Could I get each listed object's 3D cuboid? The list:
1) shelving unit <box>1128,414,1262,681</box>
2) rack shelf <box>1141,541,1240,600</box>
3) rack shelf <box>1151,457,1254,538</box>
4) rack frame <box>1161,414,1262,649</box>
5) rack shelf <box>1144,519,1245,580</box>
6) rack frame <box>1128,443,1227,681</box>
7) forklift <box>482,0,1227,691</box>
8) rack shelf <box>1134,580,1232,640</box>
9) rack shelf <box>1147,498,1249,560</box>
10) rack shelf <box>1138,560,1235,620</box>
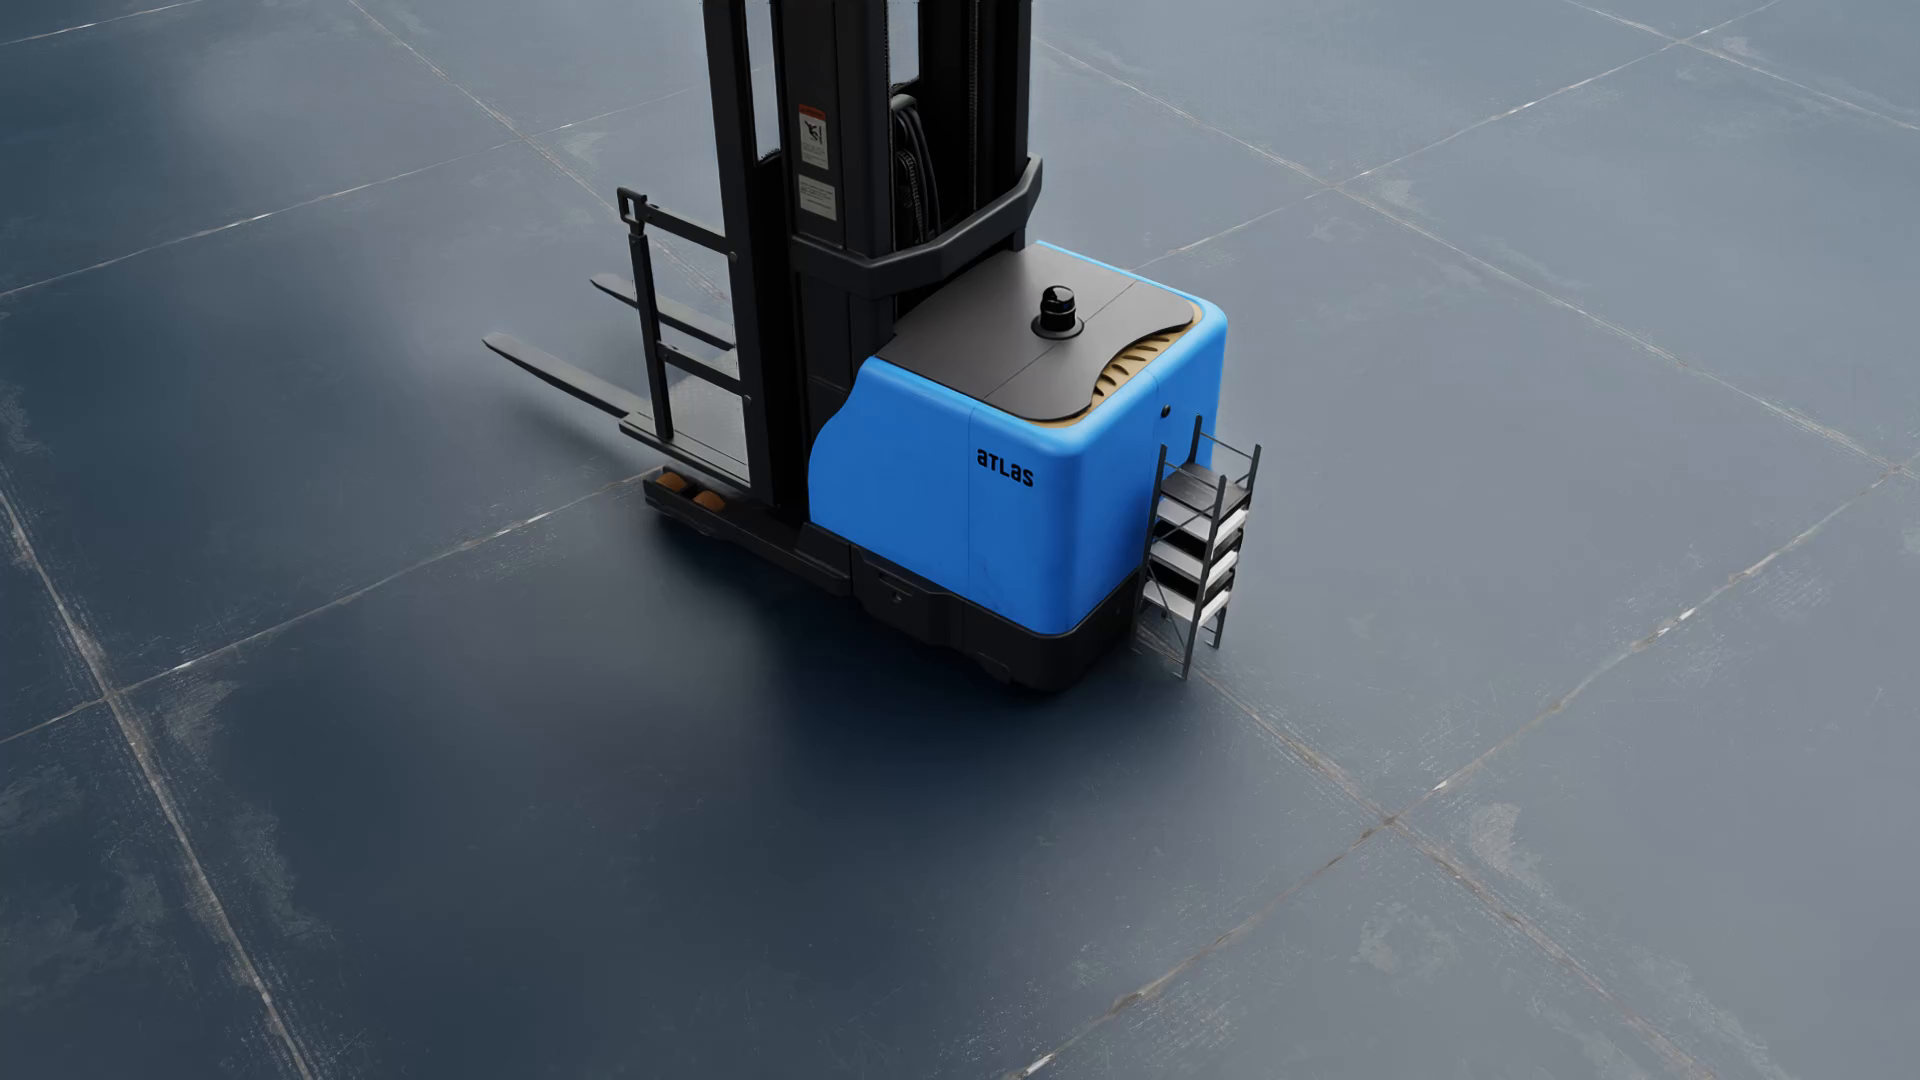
[{"bbox_3d":[0.763,0.039,5.480,0.258,0.900,0.210,30,48,27],"label":"shelving unit"},{"bbox_3d":[0.761,0.064,5.502,0.258,0.077,0.200,30,48,27],"label":"rack shelf"},{"bbox_3d":[0.774,-0.137,5.323,0.258,0.077,0.200,30,48,27],"label":"rack shelf"},{"bbox_3d":[0.827,-0.011,5.541,0.240,0.900,0.006,30,48,27],"label":"rack frame"},{"bbox_3d":[0.766,-0.003,5.442,0.258,0.077,0.200,30,48,27],"label":"rack shelf"},{"bbox_3d":[0.699,0.090,5.419,0.240,0.900,0.006,30,48,27],"label":"rack frame"},{"bbox_3d":[-0.581,-1.391,5.634,3.031,2.935,1.130,25,46,28],"label":"forklift"},{"bbox_3d":[0.753,0.199,5.622,0.258,0.077,0.200,30,48,27],"label":"rack shelf"},{"bbox_3d":[0.770,-0.070,5.383,0.258,0.077,0.200,30,48,27],"label":"rack shelf"},{"bbox_3d":[0.757,0.131,5.562,0.258,0.077,0.200,30,48,27],"label":"rack shelf"}]
